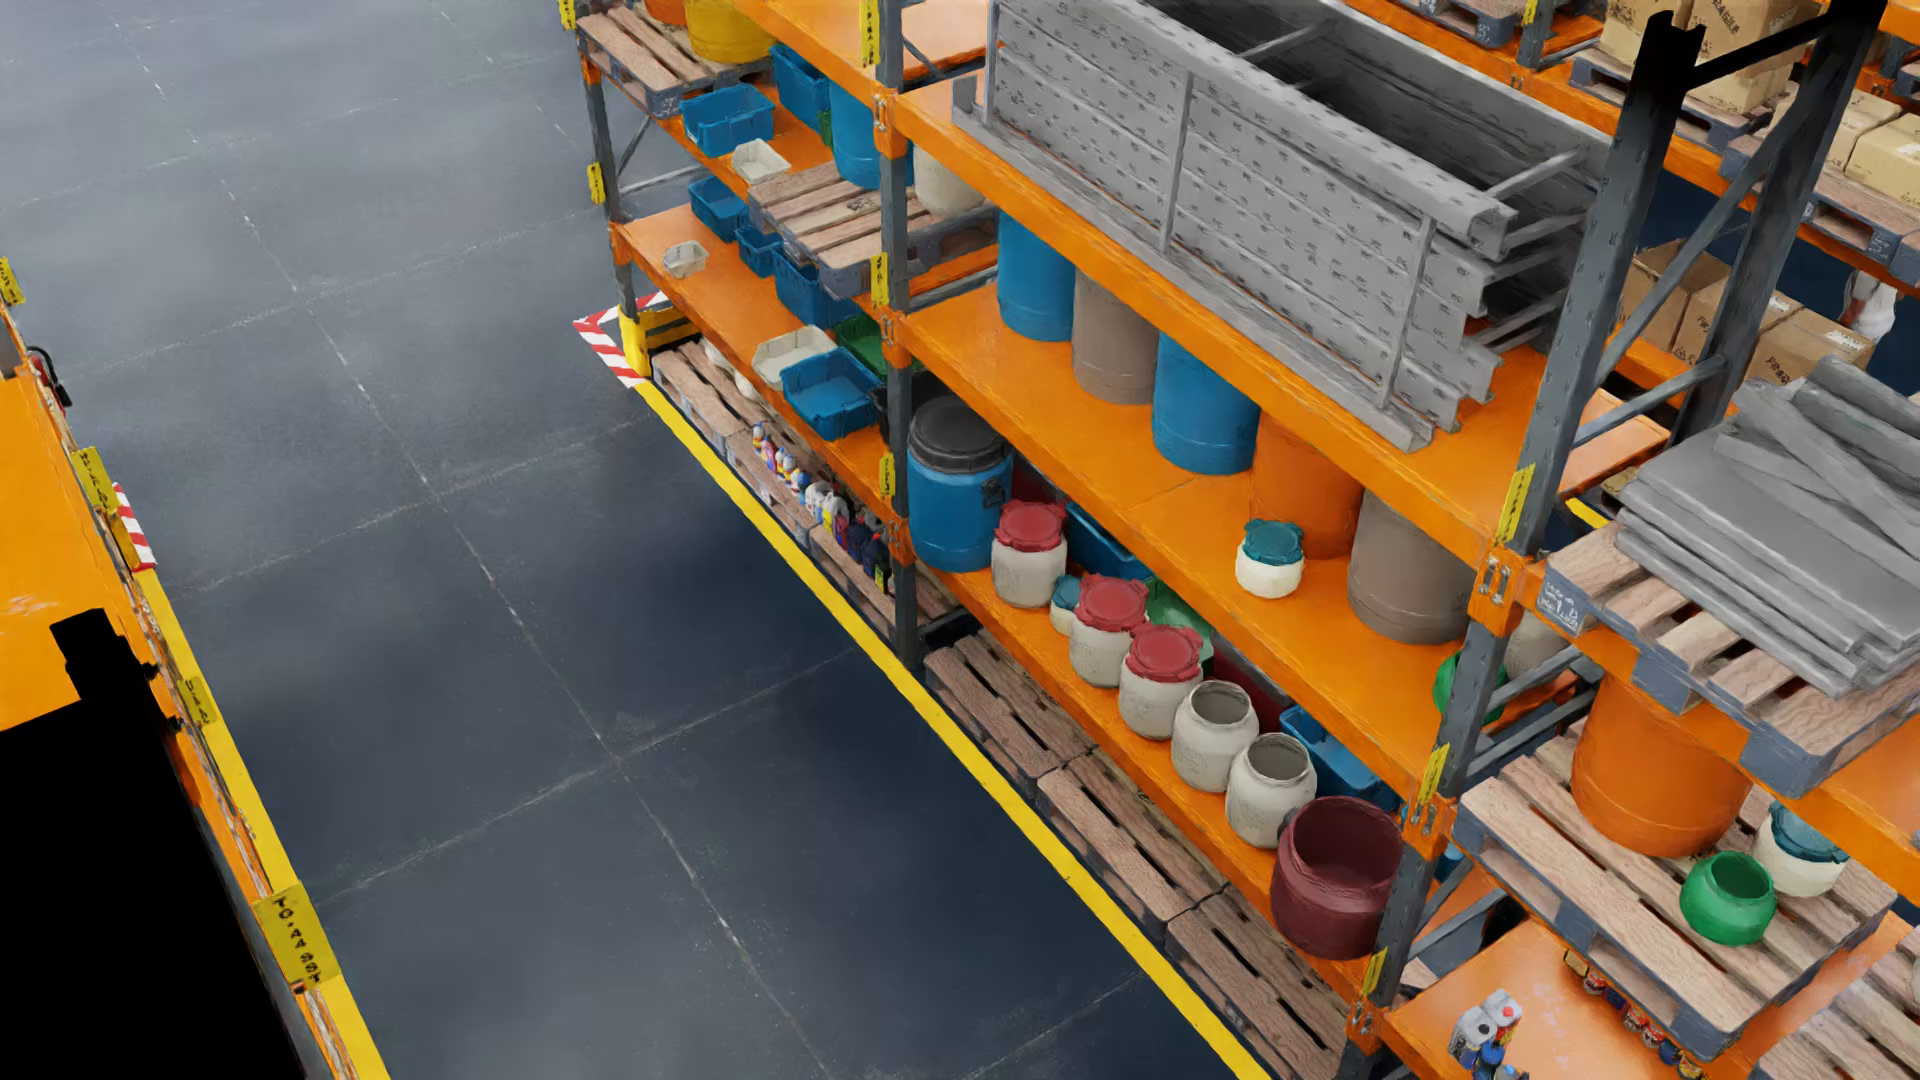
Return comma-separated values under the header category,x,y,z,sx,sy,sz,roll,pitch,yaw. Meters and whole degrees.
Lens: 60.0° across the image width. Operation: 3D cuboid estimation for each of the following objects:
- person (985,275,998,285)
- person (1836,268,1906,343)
category,x,y,z,sx,sy,sz,roll,pitch,yaw
person,0.019,-2.747,13.470,0.761,1.720,0.663,25,48,25
person,6.594,-1.566,12.190,0.678,1.741,0.542,-26,48,-25
